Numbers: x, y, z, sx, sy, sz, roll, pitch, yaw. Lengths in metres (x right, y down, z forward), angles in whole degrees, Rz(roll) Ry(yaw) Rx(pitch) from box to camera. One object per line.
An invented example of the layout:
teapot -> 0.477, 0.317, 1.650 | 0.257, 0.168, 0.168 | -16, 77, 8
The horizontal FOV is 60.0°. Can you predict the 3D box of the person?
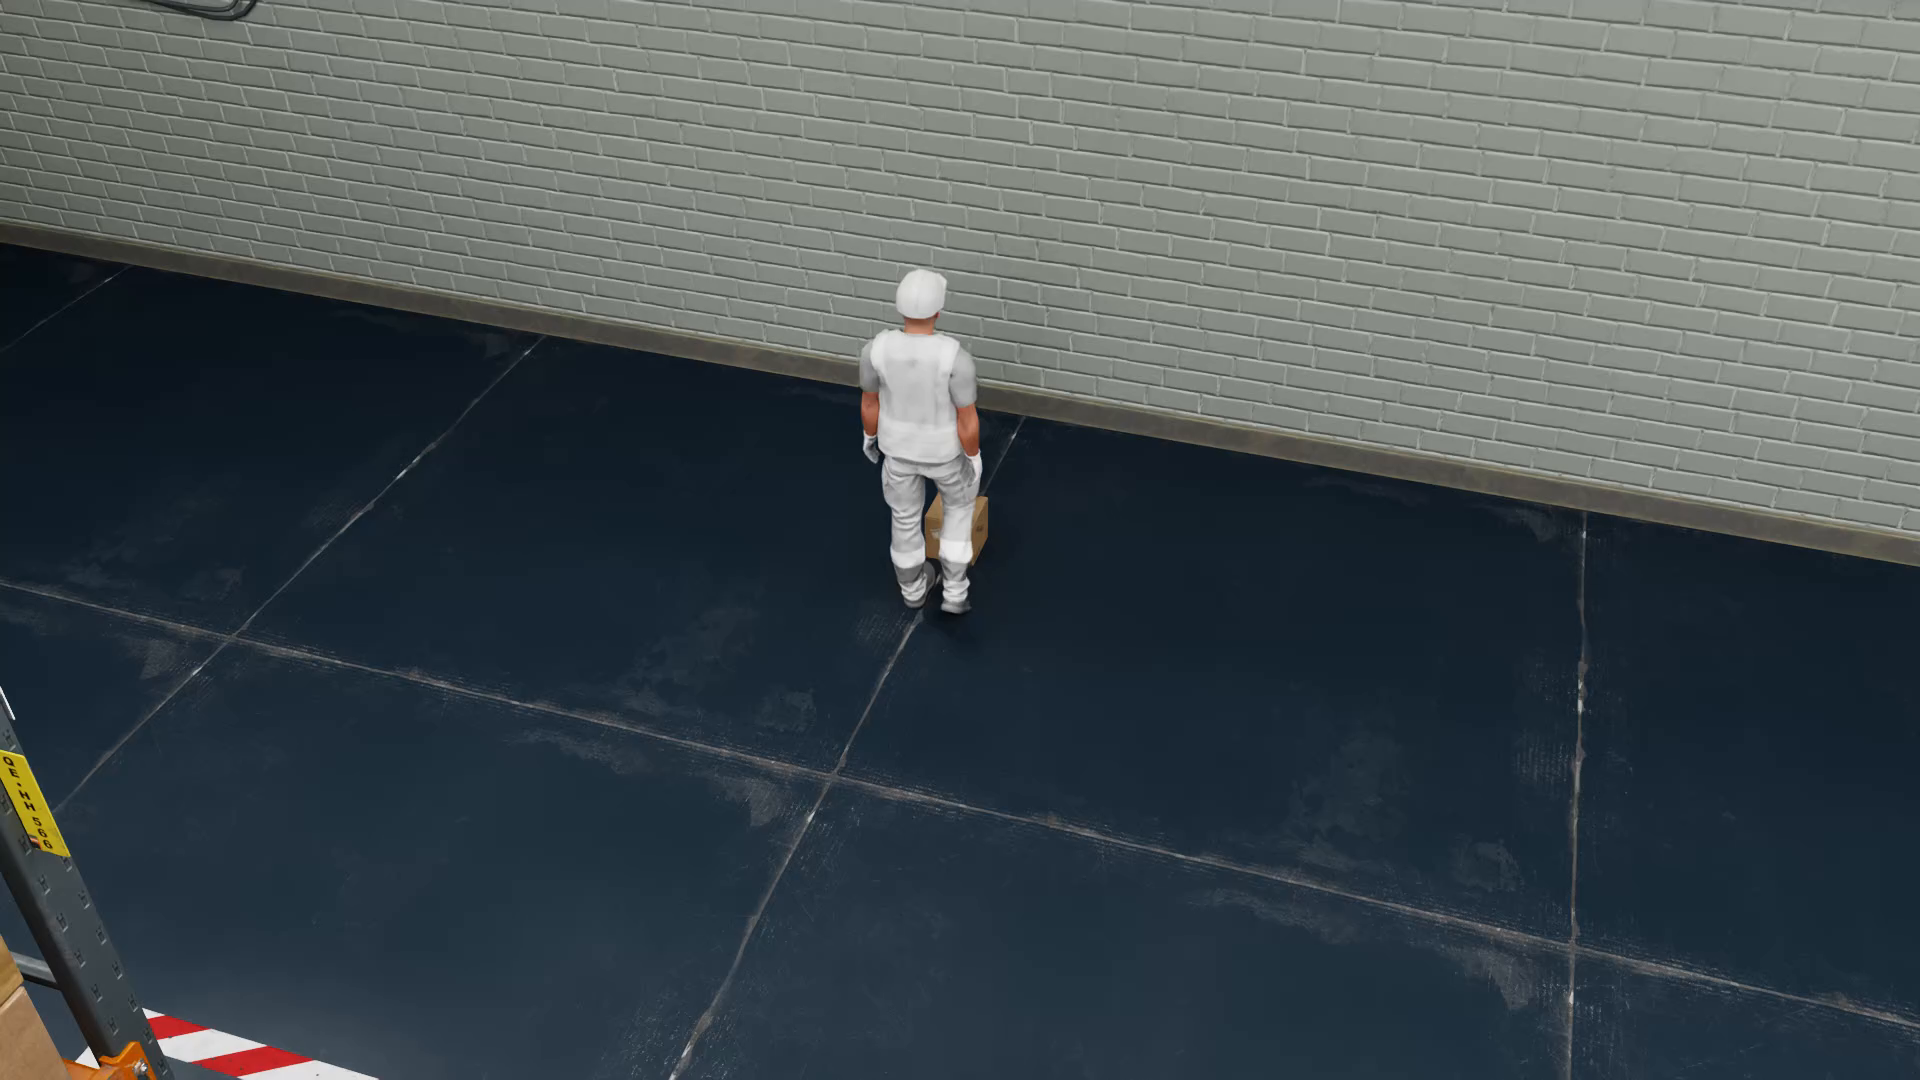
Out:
person -> -0.162, -0.416, 7.449 | 0.564, 1.839, 0.426 | 8, 37, 10
